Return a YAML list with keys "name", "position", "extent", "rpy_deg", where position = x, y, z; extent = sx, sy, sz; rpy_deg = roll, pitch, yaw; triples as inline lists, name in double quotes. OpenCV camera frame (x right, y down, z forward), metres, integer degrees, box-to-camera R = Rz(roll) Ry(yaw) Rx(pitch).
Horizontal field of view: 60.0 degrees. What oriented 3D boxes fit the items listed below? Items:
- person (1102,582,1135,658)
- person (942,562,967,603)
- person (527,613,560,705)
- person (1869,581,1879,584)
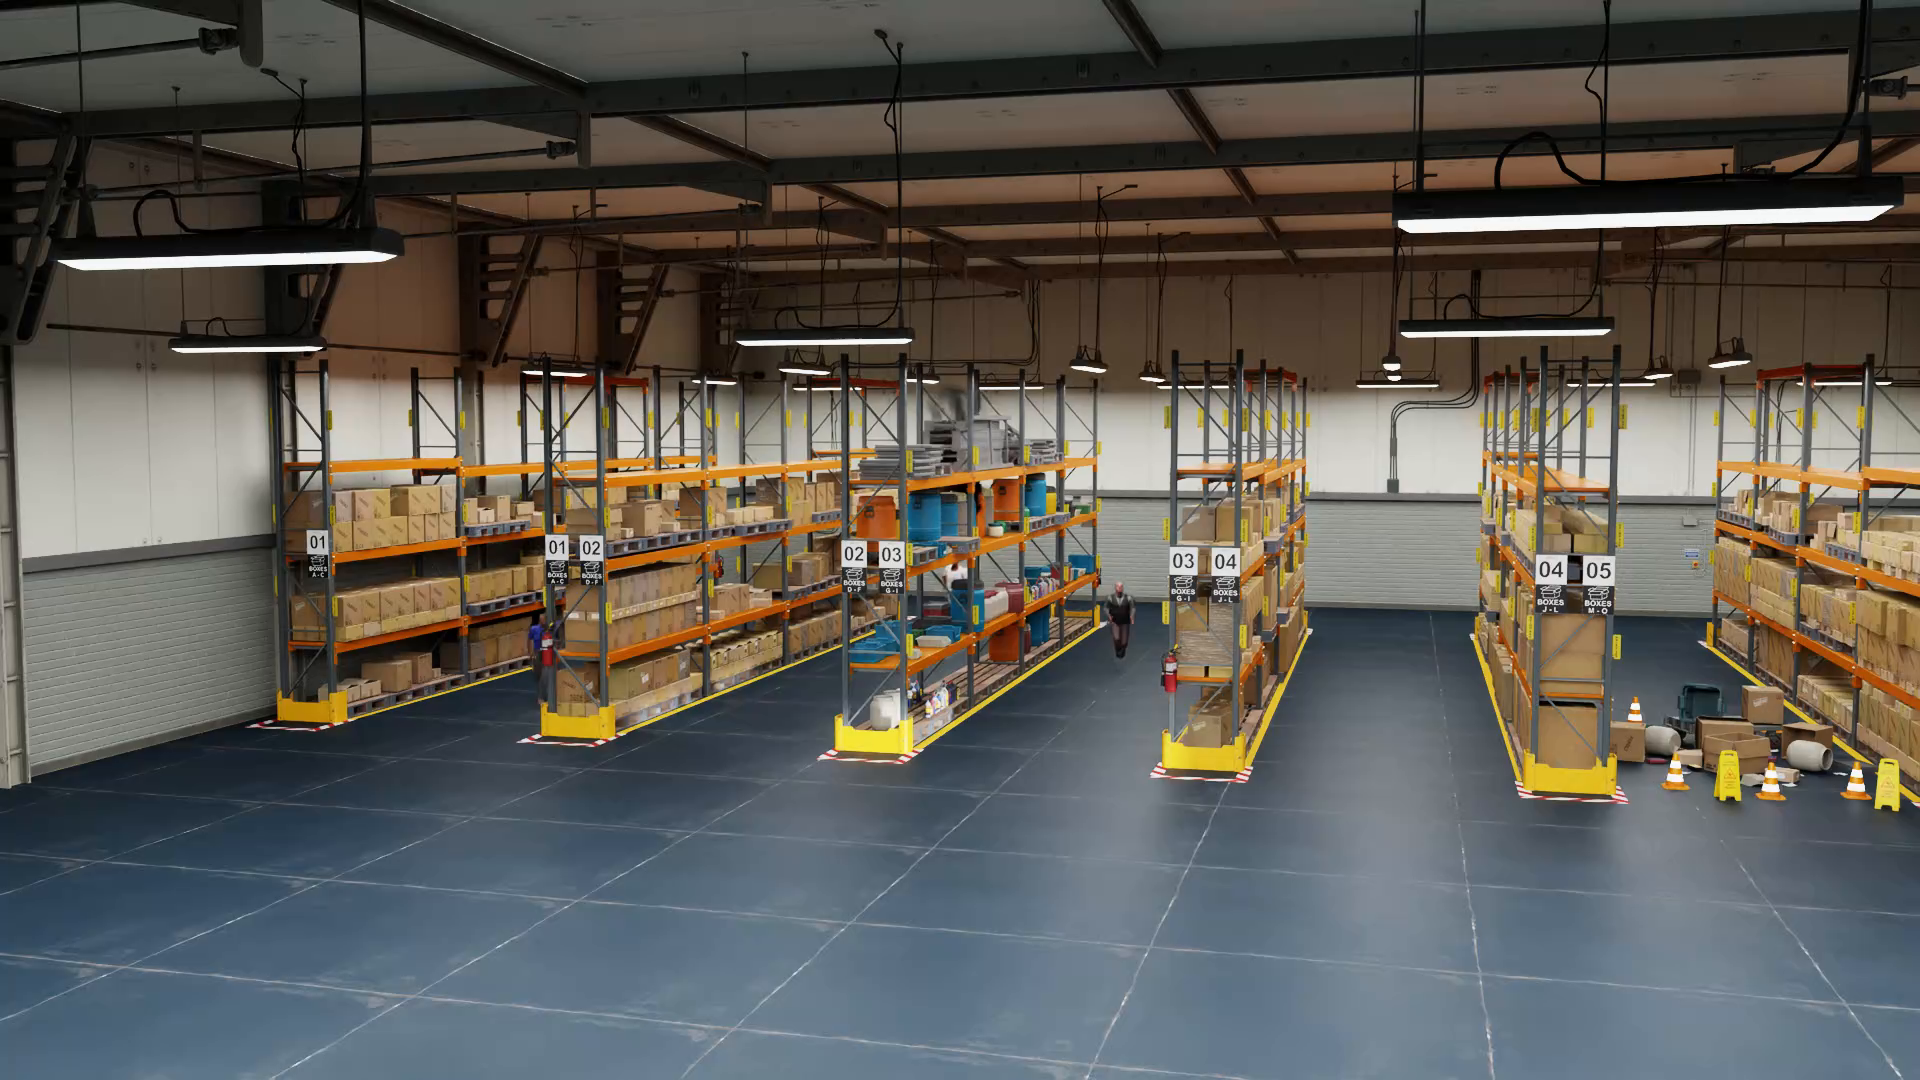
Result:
- name: "person"
  position: [3.182, 1.609, 33.236]
  extent: [0.660, 1.544, 0.722]
  rpy_deg: [0, 4, 1]
- name: "person"
  position: [-0.110, 1.242, 40.287]
  extent: [0.671, 1.750, 0.911]
  rpy_deg: [1, 4, 9]
- name: "person"
  position: [-7.417, 2.094, 29.651]
  extent: [0.584, 1.641, 0.814]
  rpy_deg: [0, 4, -4]
- name: "person"
  position: [18.756, 1.694, 34.054]
  extent: [0.557, 1.707, 0.901]
  rpy_deg: [-1, 4, -8]
